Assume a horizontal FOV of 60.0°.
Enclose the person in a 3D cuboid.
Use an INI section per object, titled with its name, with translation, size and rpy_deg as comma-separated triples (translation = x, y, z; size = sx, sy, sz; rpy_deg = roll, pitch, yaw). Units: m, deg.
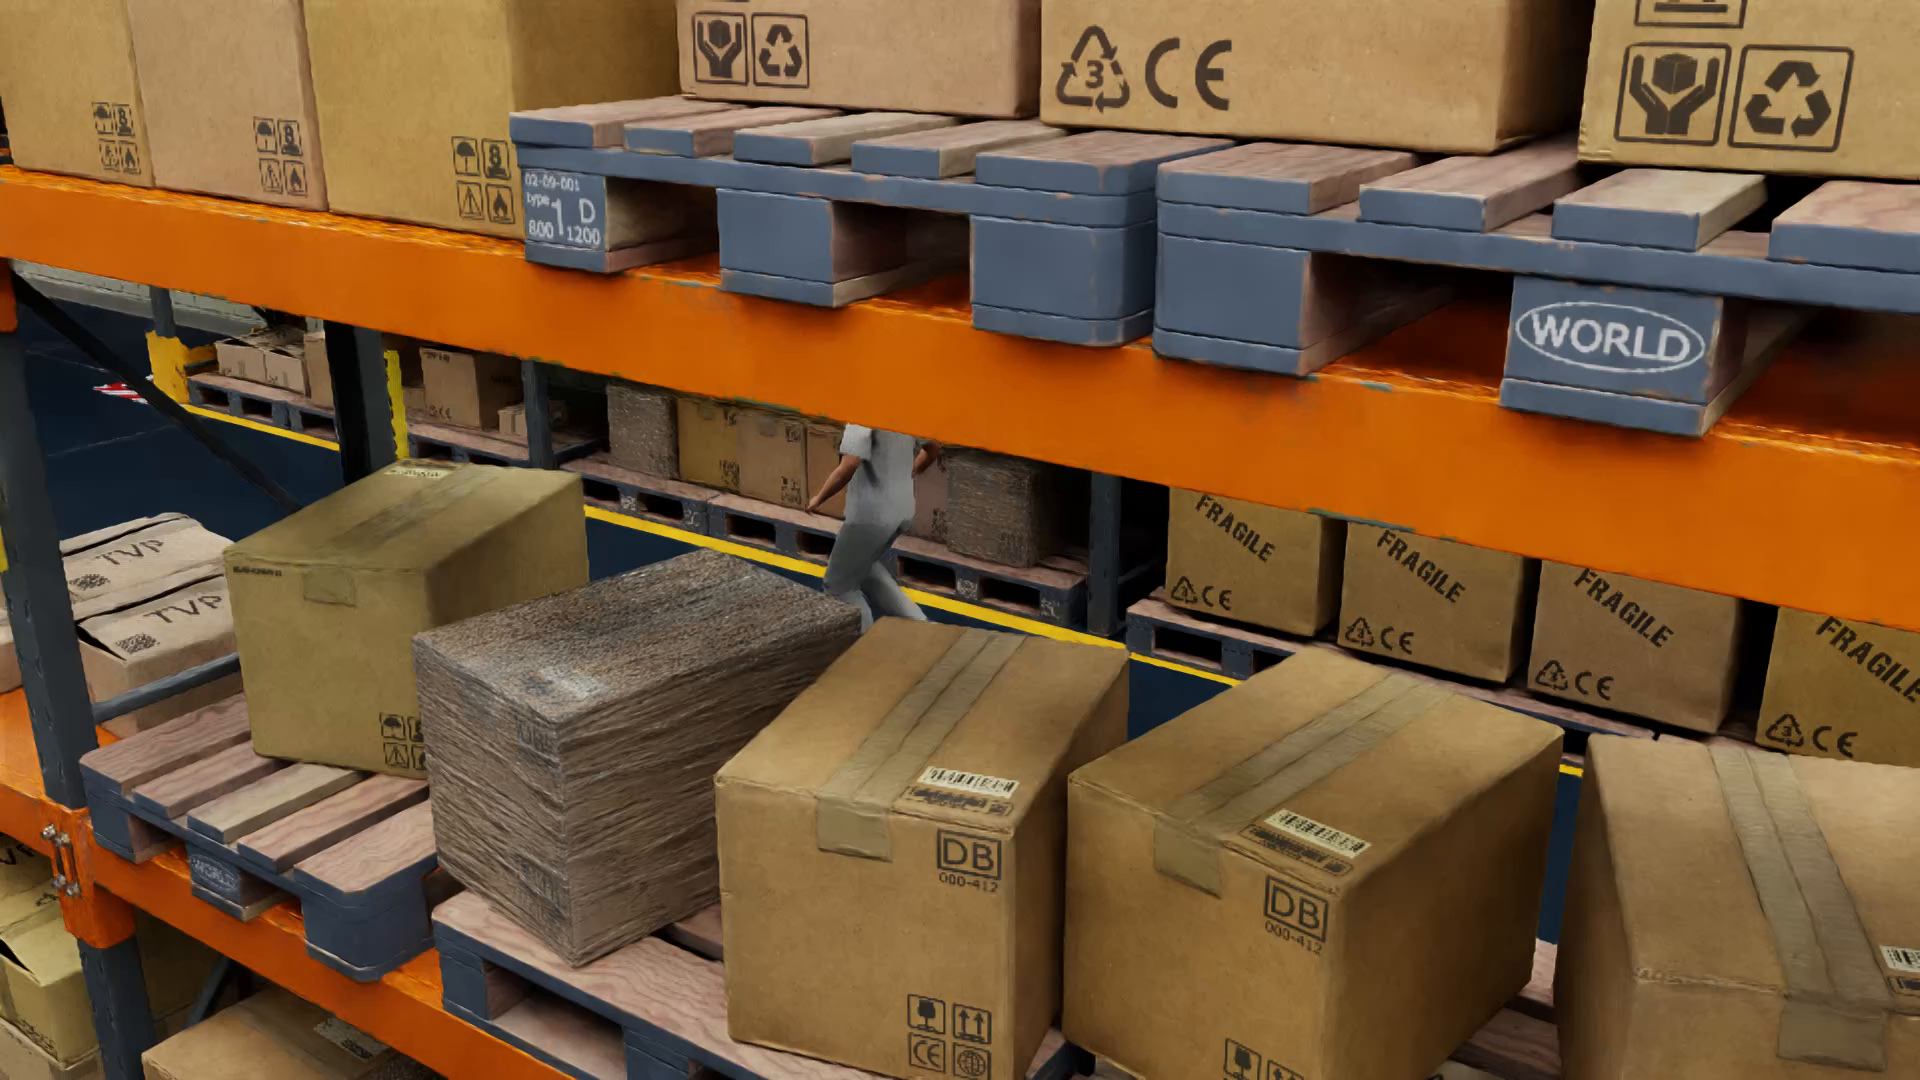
[person]
translation = -0.413, -0.114, 7.425
size = 0.473, 1.625, 0.624
rpy_deg = 12, 23, 30
